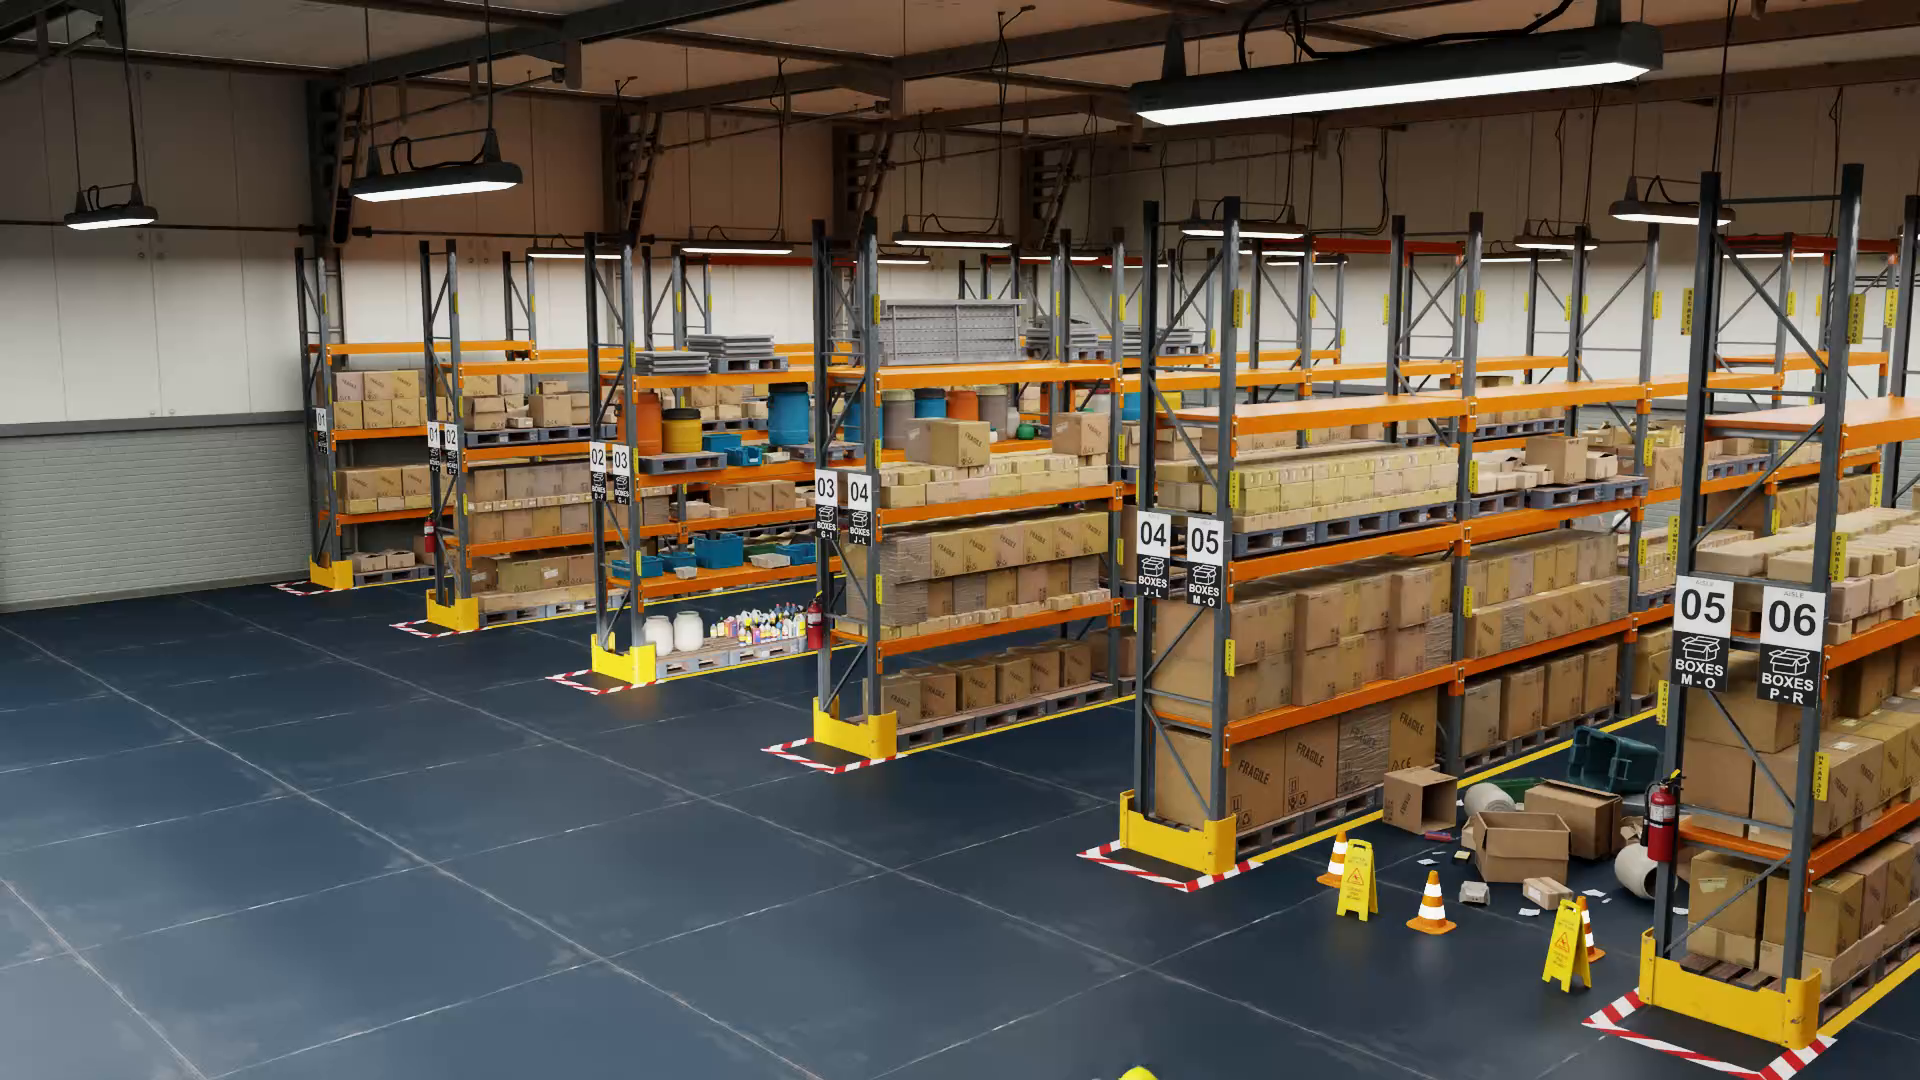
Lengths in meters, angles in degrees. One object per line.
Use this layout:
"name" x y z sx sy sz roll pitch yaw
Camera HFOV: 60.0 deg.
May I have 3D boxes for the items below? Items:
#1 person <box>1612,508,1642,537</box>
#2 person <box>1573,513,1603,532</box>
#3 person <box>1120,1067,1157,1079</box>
"person" 11.767 0.063 29.358 0.605 1.679 0.897 -2 9 -16
"person" 7.246 -0.054 29.980 8.471 1.687 3.850 -4 9 -25
"person" 0.807 3.227 7.524 0.731 1.811 0.938 1 8 6
